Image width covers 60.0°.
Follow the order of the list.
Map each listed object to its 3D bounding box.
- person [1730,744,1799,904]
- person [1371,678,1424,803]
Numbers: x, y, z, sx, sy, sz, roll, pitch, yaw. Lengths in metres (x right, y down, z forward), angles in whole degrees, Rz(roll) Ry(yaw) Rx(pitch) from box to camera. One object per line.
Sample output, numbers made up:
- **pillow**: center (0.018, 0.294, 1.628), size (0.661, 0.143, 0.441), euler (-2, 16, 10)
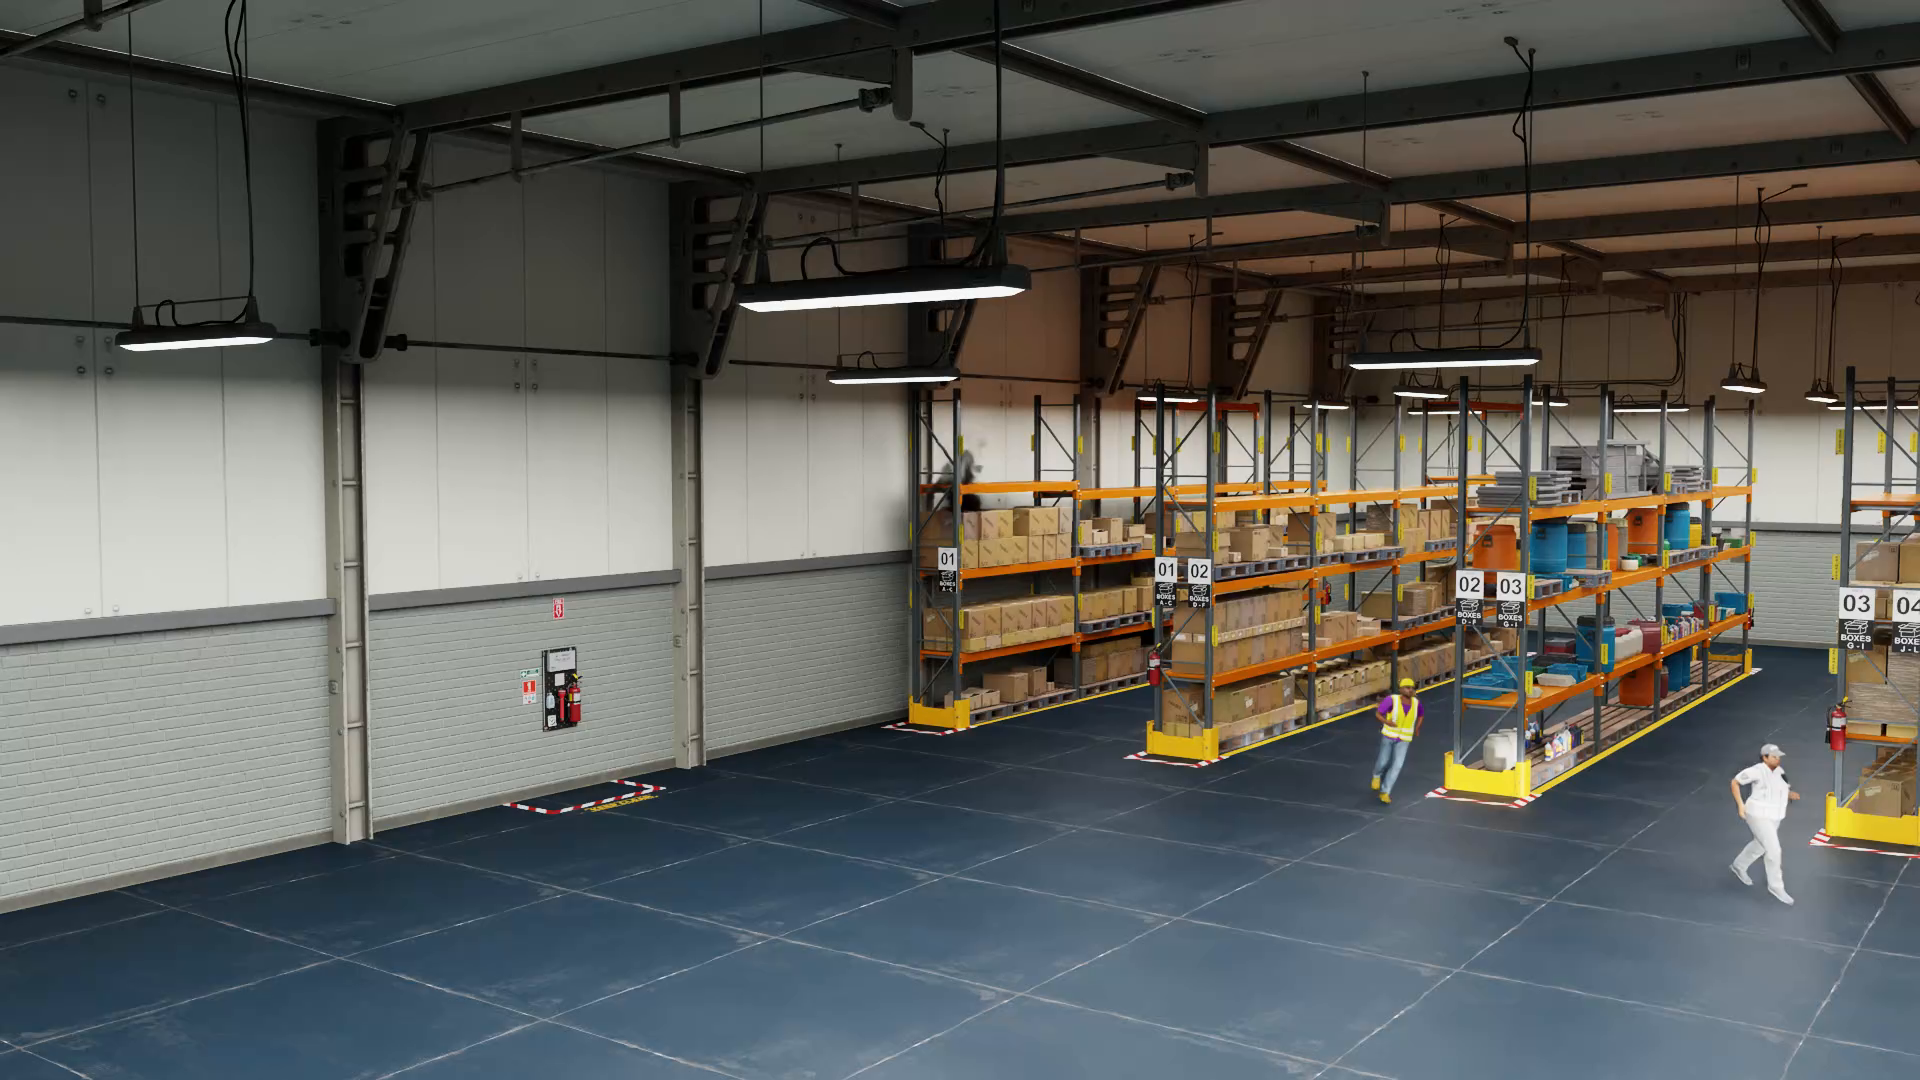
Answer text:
- **person**: center (8.934, 3.104, 18.503), size (0.583, 1.706, 0.869), euler (-2, 4, -28)
- **person**: center (6.231, 2.804, 23.545), size (0.706, 1.720, 0.926), euler (0, 3, 6)
